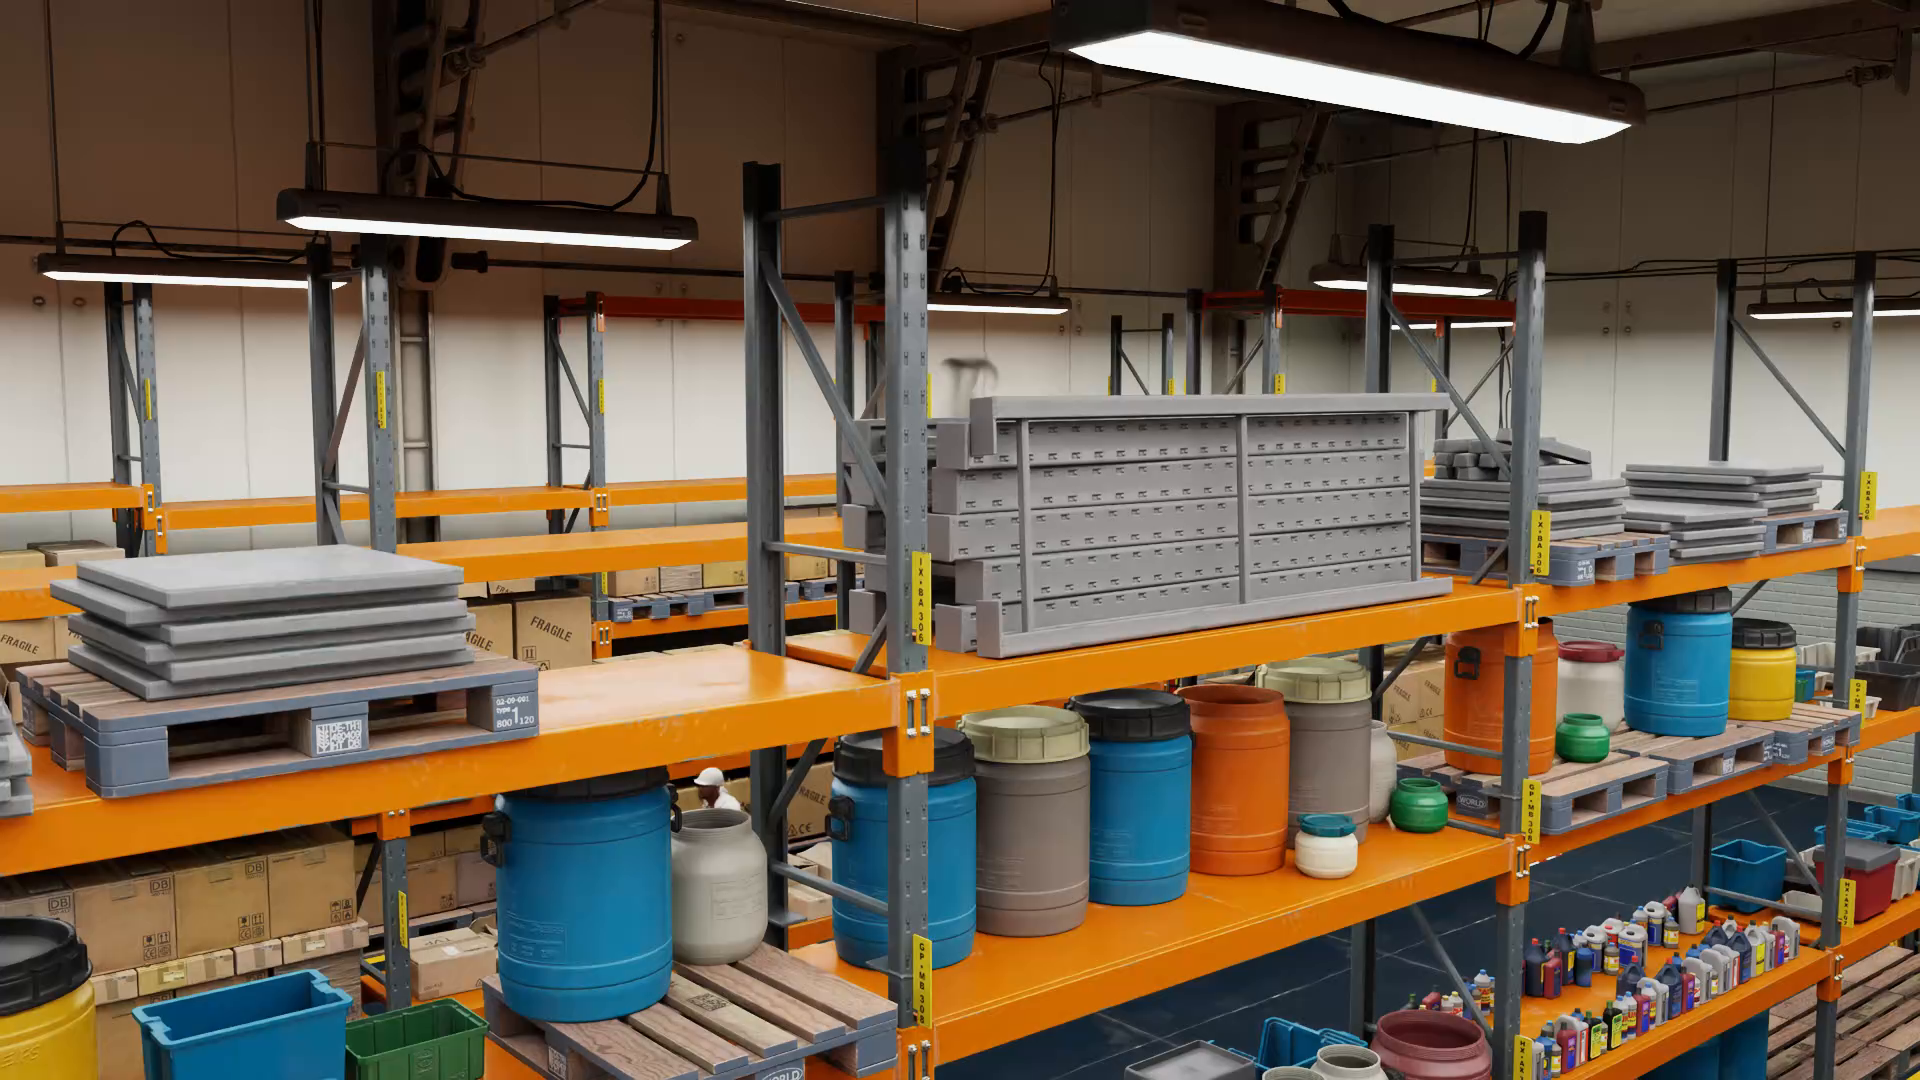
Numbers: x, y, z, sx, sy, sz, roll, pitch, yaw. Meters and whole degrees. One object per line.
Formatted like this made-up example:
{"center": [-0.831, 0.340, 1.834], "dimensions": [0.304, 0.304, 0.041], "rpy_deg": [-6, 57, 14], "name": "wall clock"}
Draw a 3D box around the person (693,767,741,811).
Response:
{"center": [-2.081, 2.865, 14.981], "dimensions": [0.684, 1.716, 0.918], "rpy_deg": [5, 8, 43], "name": "person"}
